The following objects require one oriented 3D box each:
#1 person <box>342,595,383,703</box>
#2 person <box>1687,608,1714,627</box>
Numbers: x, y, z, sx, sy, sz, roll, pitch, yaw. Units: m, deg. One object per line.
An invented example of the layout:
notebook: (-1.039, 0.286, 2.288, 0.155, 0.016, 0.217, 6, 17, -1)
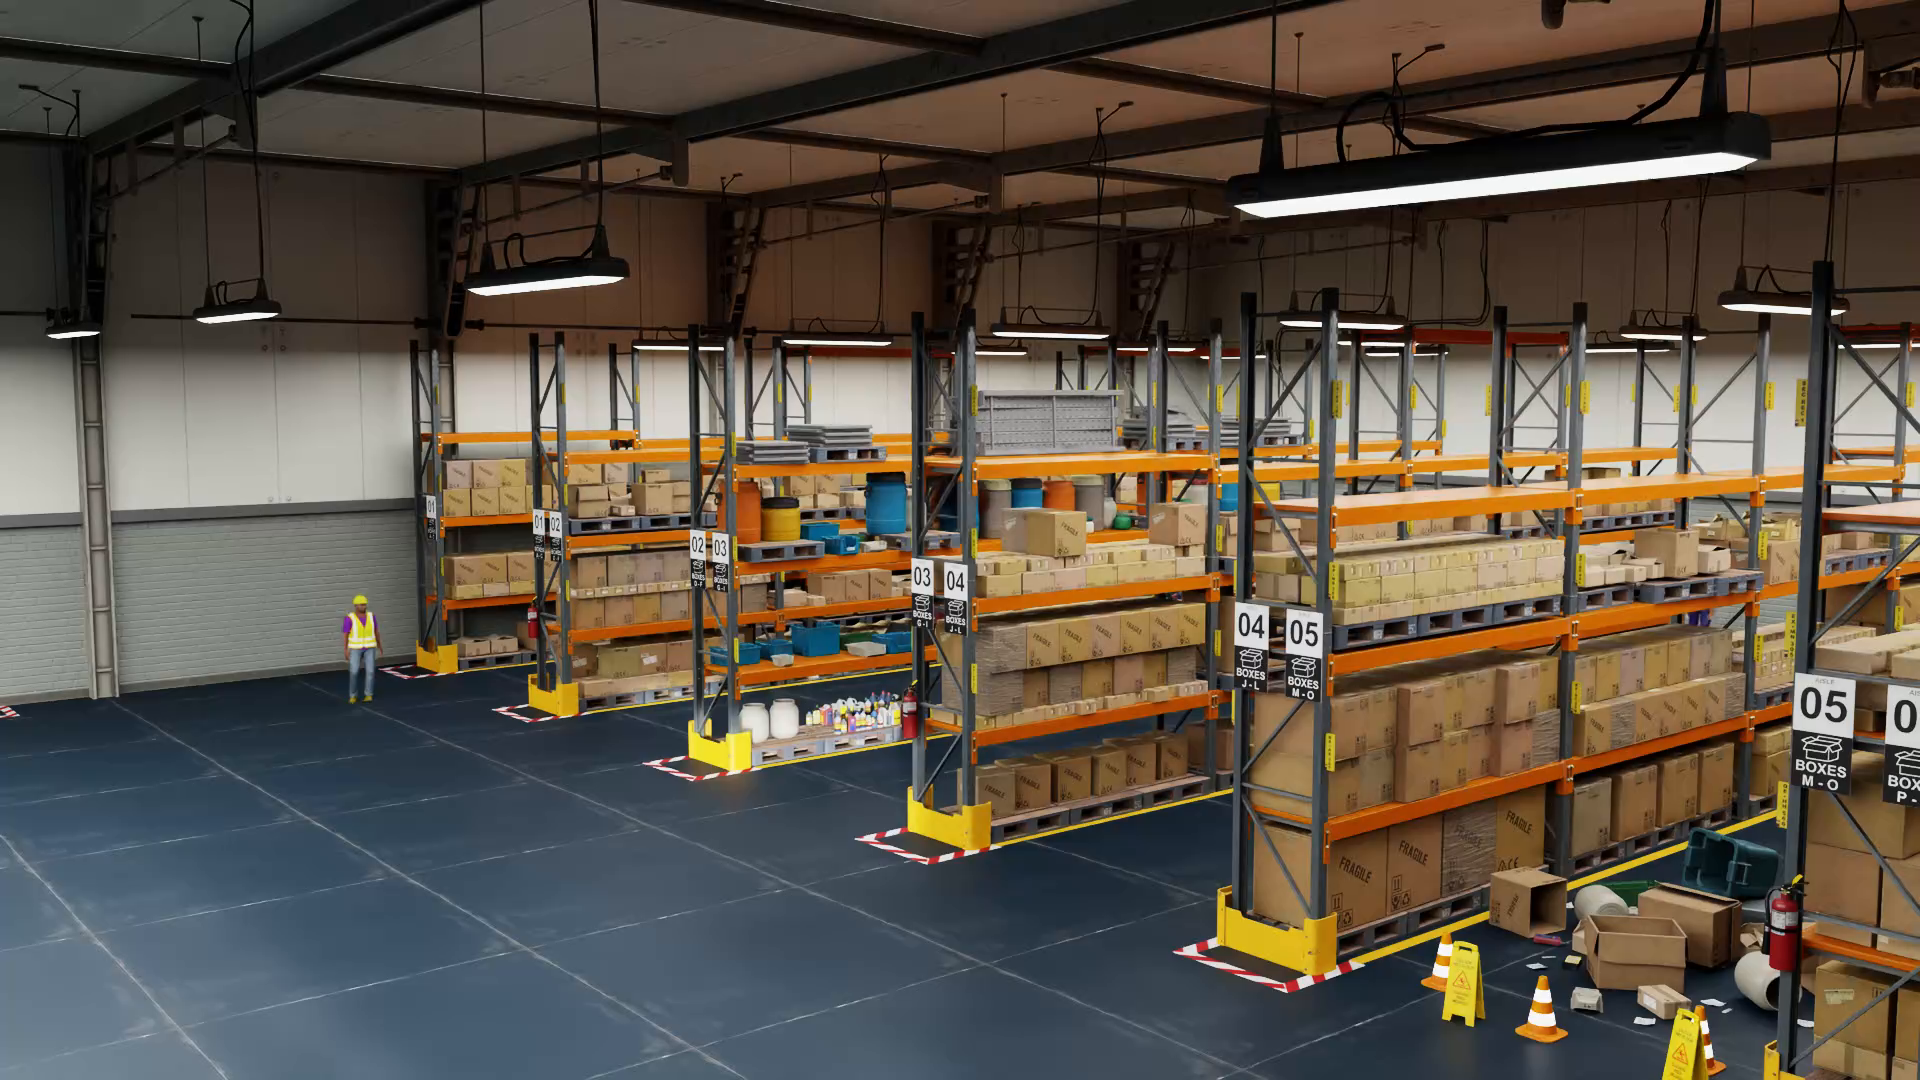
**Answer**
person: (-9.786, 1.809, 27.271, 0.628, 1.825, 0.390, -3, 6, -26)
person: (14.257, 1.416, 32.035, 0.496, 1.646, 0.537, 3, 6, 33)
